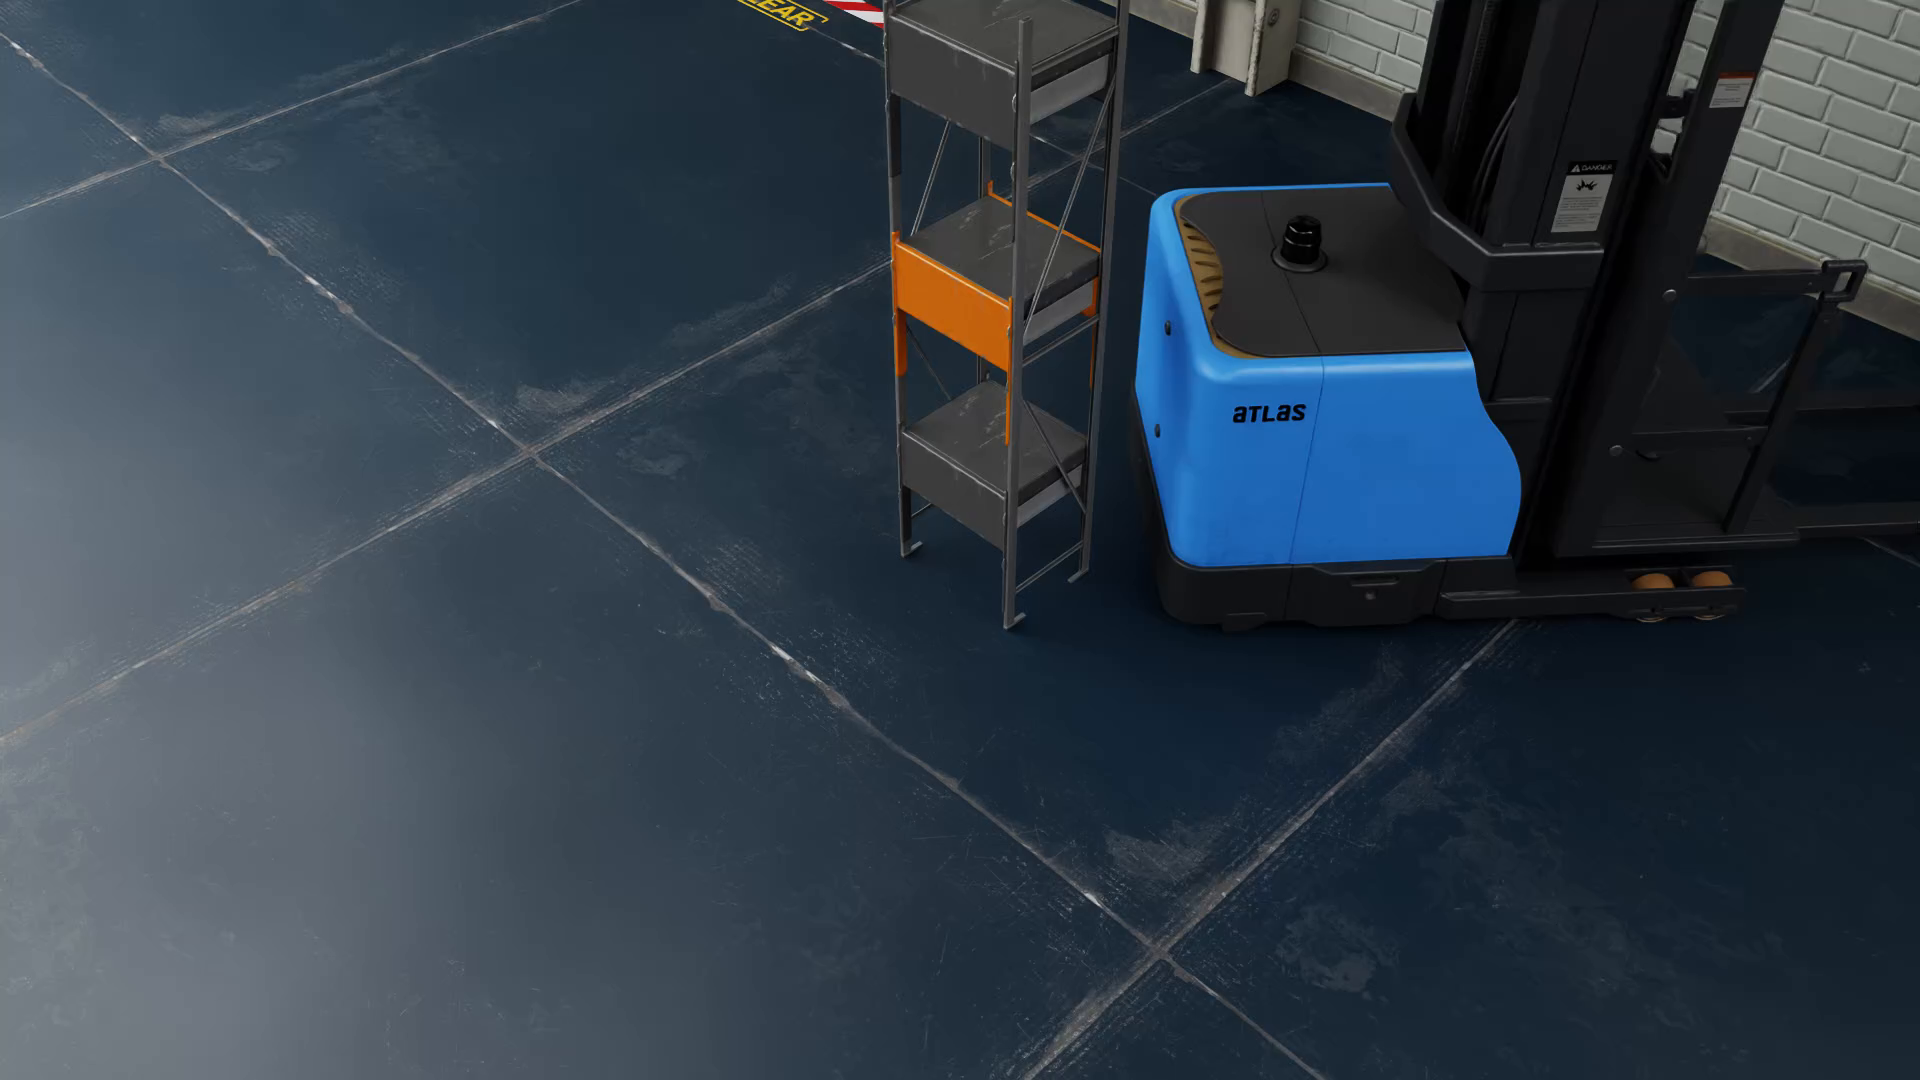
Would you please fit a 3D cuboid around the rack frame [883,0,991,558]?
[{"bbox_3d":[-0.055,-0.809,5.078,0.400,2.100,0.015,-34,53,-31],"label":"rack frame"}]

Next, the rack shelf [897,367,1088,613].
[{"bbox_3d":[0.117,-0.167,5.436,0.431,0.518,0.480,-34,53,-31],"label":"rack shelf"}]

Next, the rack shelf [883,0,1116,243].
[{"bbox_3d":[0.117,-1.196,4.486,0.431,0.518,0.480,-34,53,-31],"label":"rack shelf"}]

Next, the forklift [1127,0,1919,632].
[{"bbox_3d":[2.143,-1.165,4.851,3.031,2.935,1.130,-2,43,-3],"label":"forklift"}]

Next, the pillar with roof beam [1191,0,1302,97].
[{"bbox_3d":[-1.655,-3.562,2.974,9.100,9.000,0.400,-34,53,-31],"label":"pillar with roof beam"}]

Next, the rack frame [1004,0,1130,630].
[{"bbox_3d":[0.289,-0.574,4.824,0.400,2.100,0.015,-34,53,-31],"label":"rack frame"}]

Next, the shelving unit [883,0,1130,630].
[{"bbox_3d":[0.117,-0.692,4.951,0.431,2.100,0.503,-34,53,-31],"label":"shelving unit"}]

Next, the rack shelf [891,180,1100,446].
[{"bbox_3d":[0.117,-0.682,4.961,0.431,0.518,0.480,-34,53,-31],"label":"rack shelf"}]
